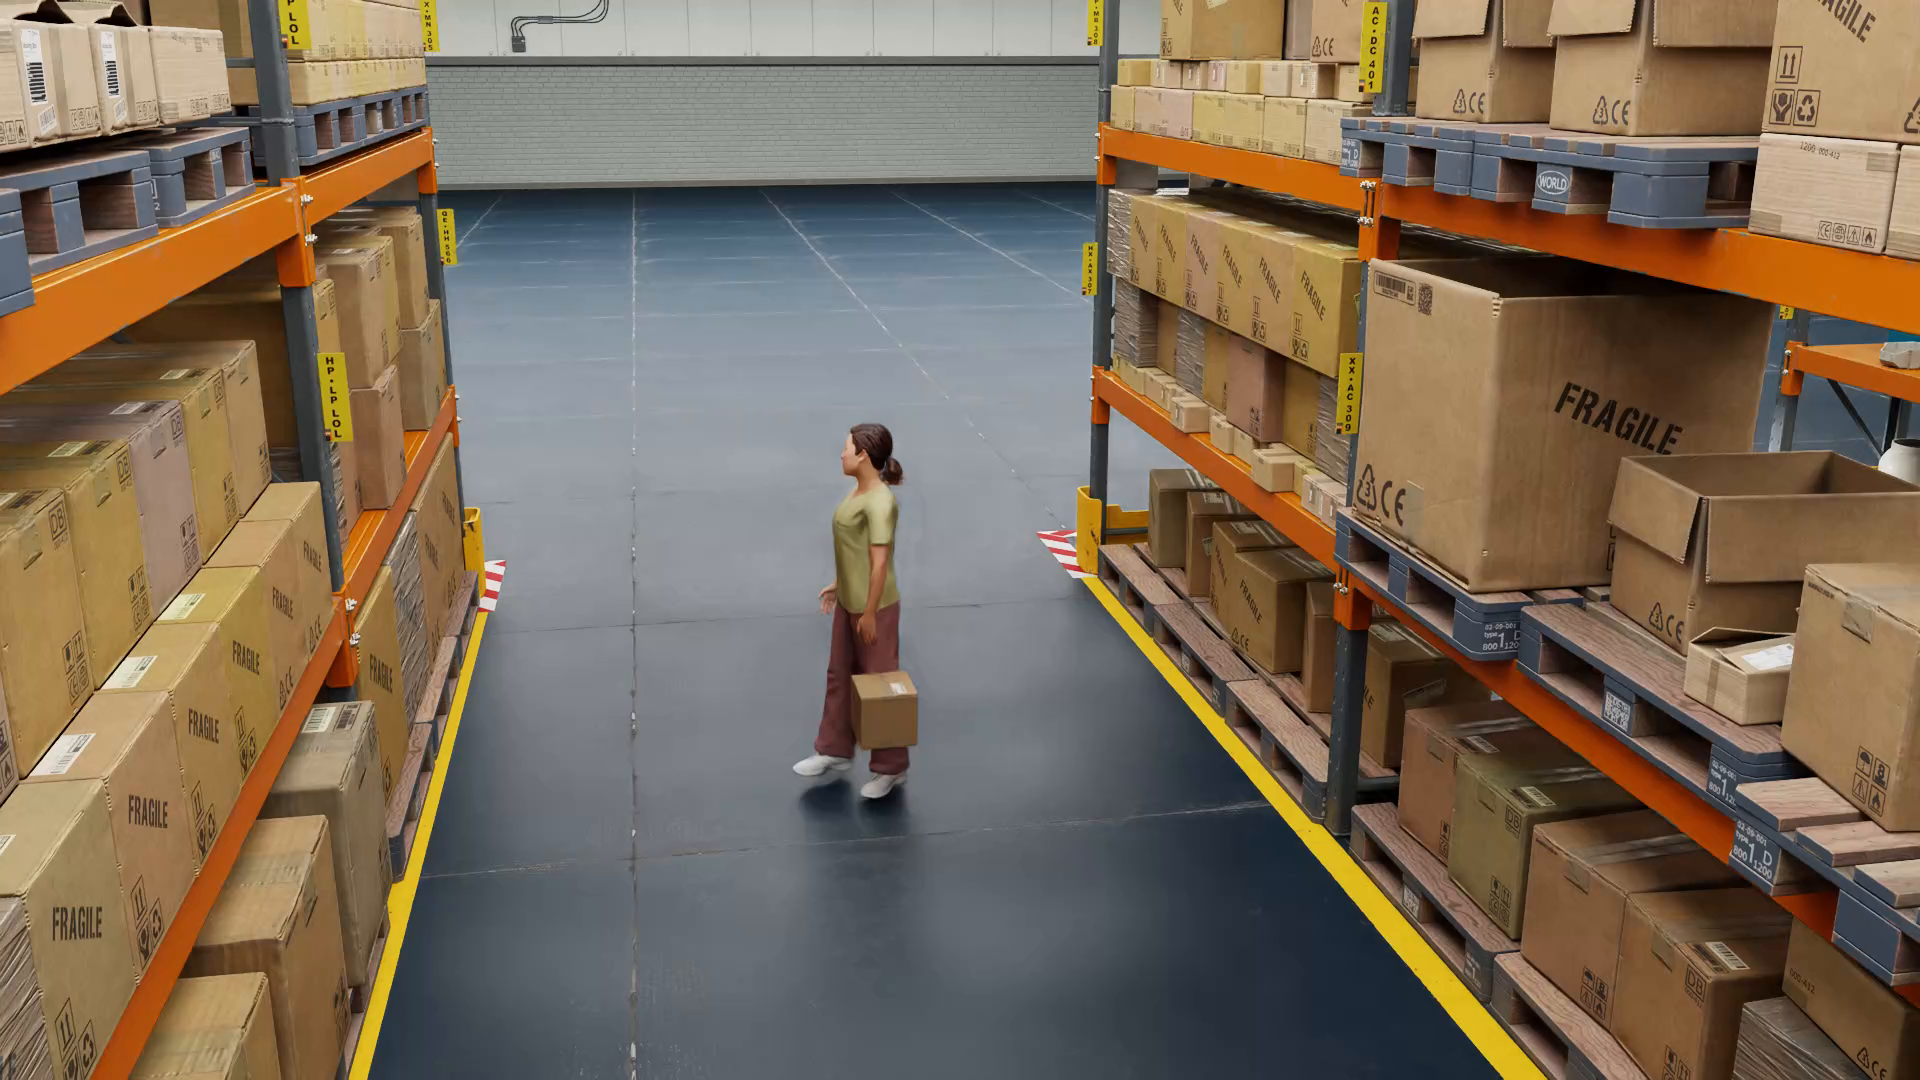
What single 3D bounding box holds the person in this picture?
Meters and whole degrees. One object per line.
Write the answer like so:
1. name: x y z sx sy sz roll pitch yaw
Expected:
1. person: -0.492 0.311 7.418 0.527 1.673 0.483 -6 17 -18
